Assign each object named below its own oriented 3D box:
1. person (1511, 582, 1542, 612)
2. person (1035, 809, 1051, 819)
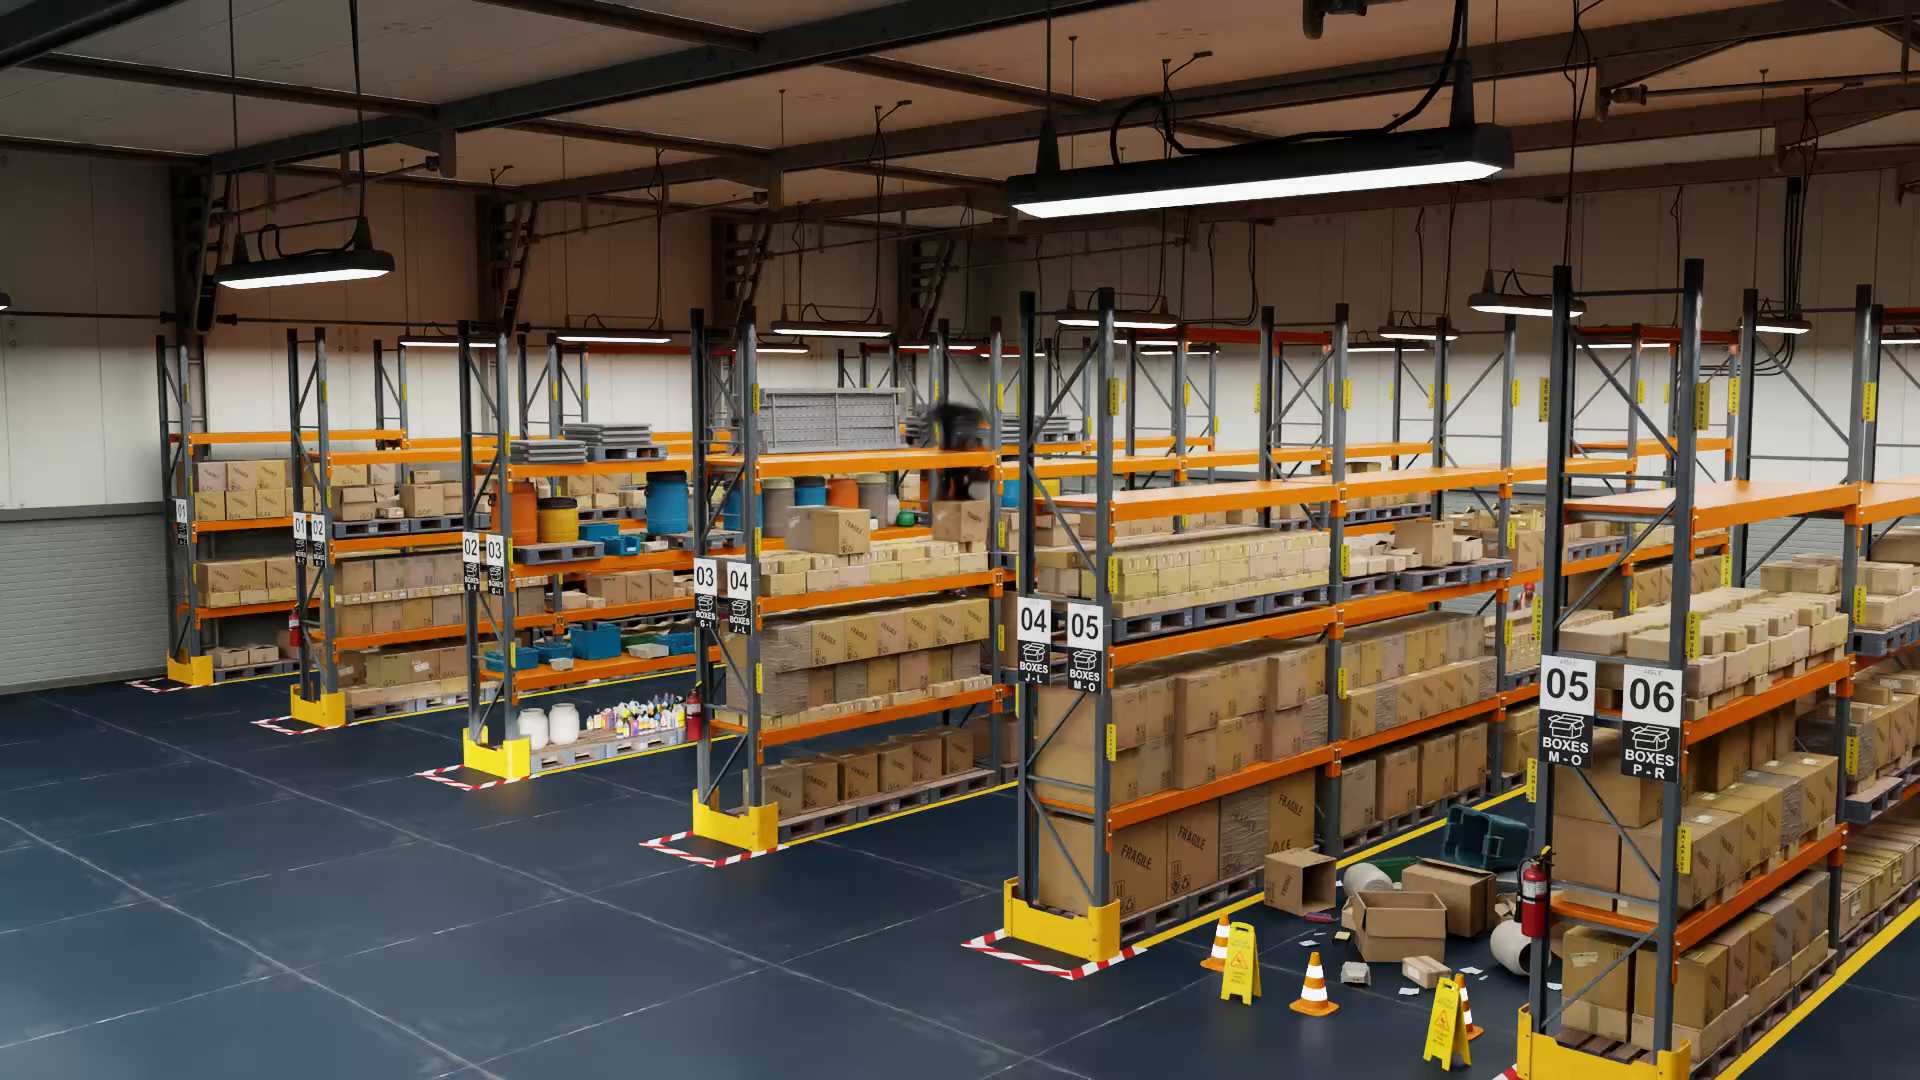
[{"bbox_3d":[10.080,1.550,29.452,0.659,1.715,0.707,3,6,26],"label":"person"},{"bbox_3d":[1.110,2.634,18.518,0.768,1.632,0.584,-5,7,-43],"label":"person"}]
